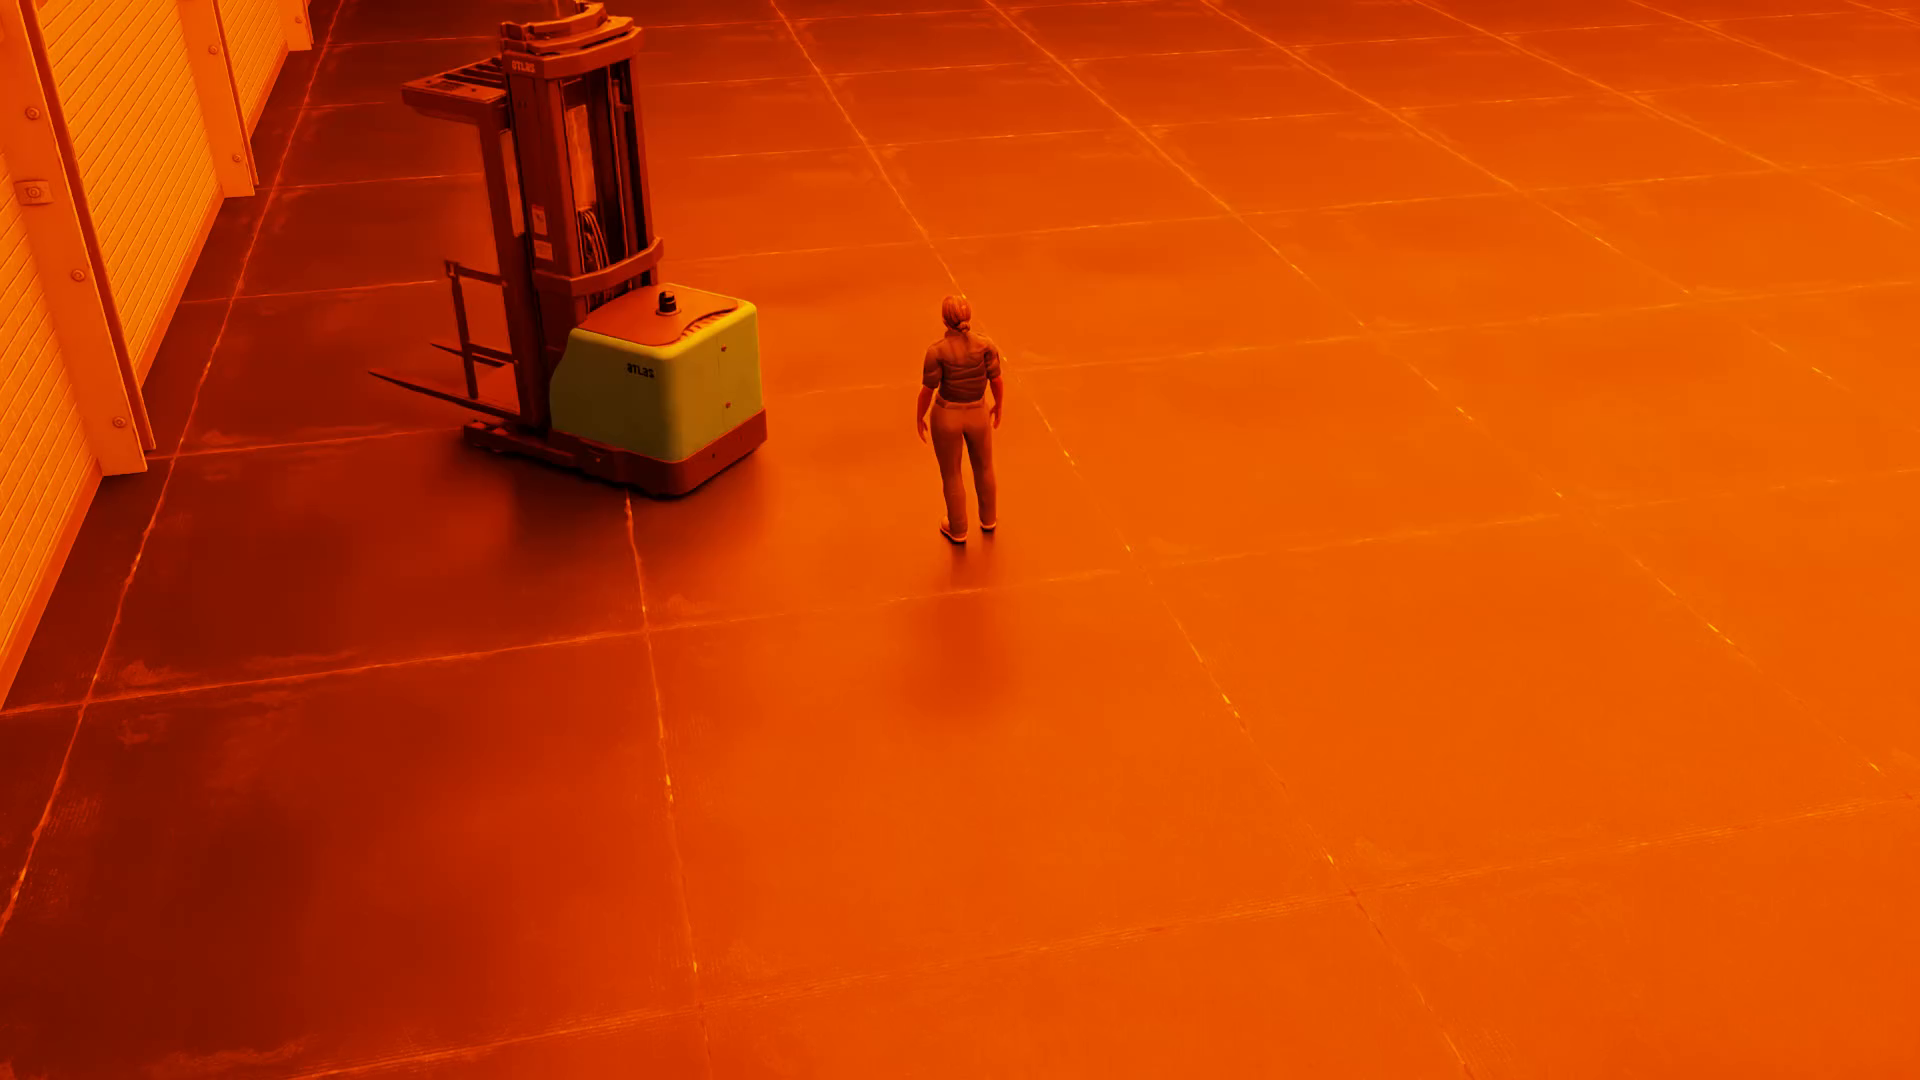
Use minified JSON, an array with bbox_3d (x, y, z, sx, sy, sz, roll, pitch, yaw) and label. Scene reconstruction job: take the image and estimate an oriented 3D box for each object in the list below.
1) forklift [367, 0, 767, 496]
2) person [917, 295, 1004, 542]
[{"bbox_3d":[-2.876,-2.087,11.179,3.031,2.935,1.130,16,34,26],"label":"forklift"},{"bbox_3d":[-0.001,-0.767,10.160,0.569,1.654,0.504,-7,31,-12],"label":"person"}]
